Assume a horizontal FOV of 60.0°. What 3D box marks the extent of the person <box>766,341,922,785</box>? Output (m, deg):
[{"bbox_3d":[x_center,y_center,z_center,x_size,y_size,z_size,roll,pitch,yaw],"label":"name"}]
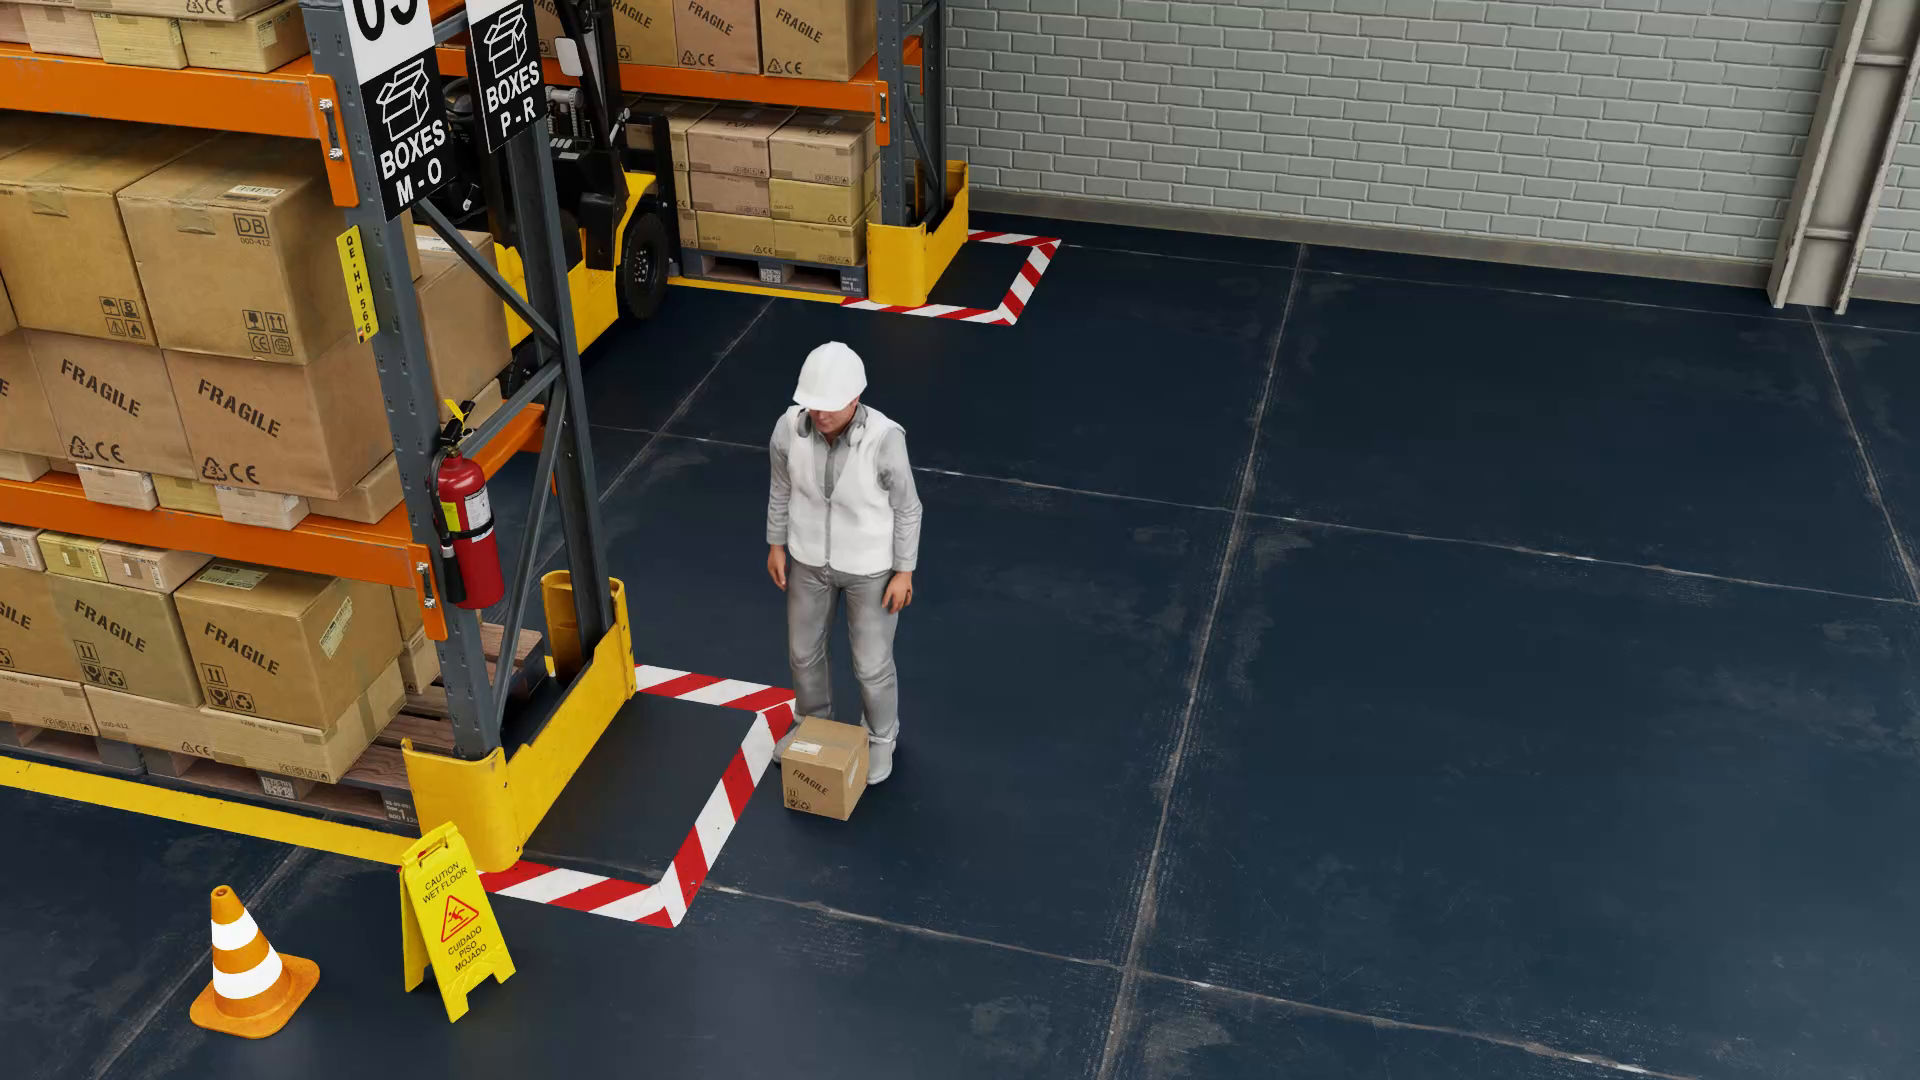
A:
[{"bbox_3d":[-0.425,0.070,5.998,0.578,1.757,0.463,11,34,16],"label":"person"}]
